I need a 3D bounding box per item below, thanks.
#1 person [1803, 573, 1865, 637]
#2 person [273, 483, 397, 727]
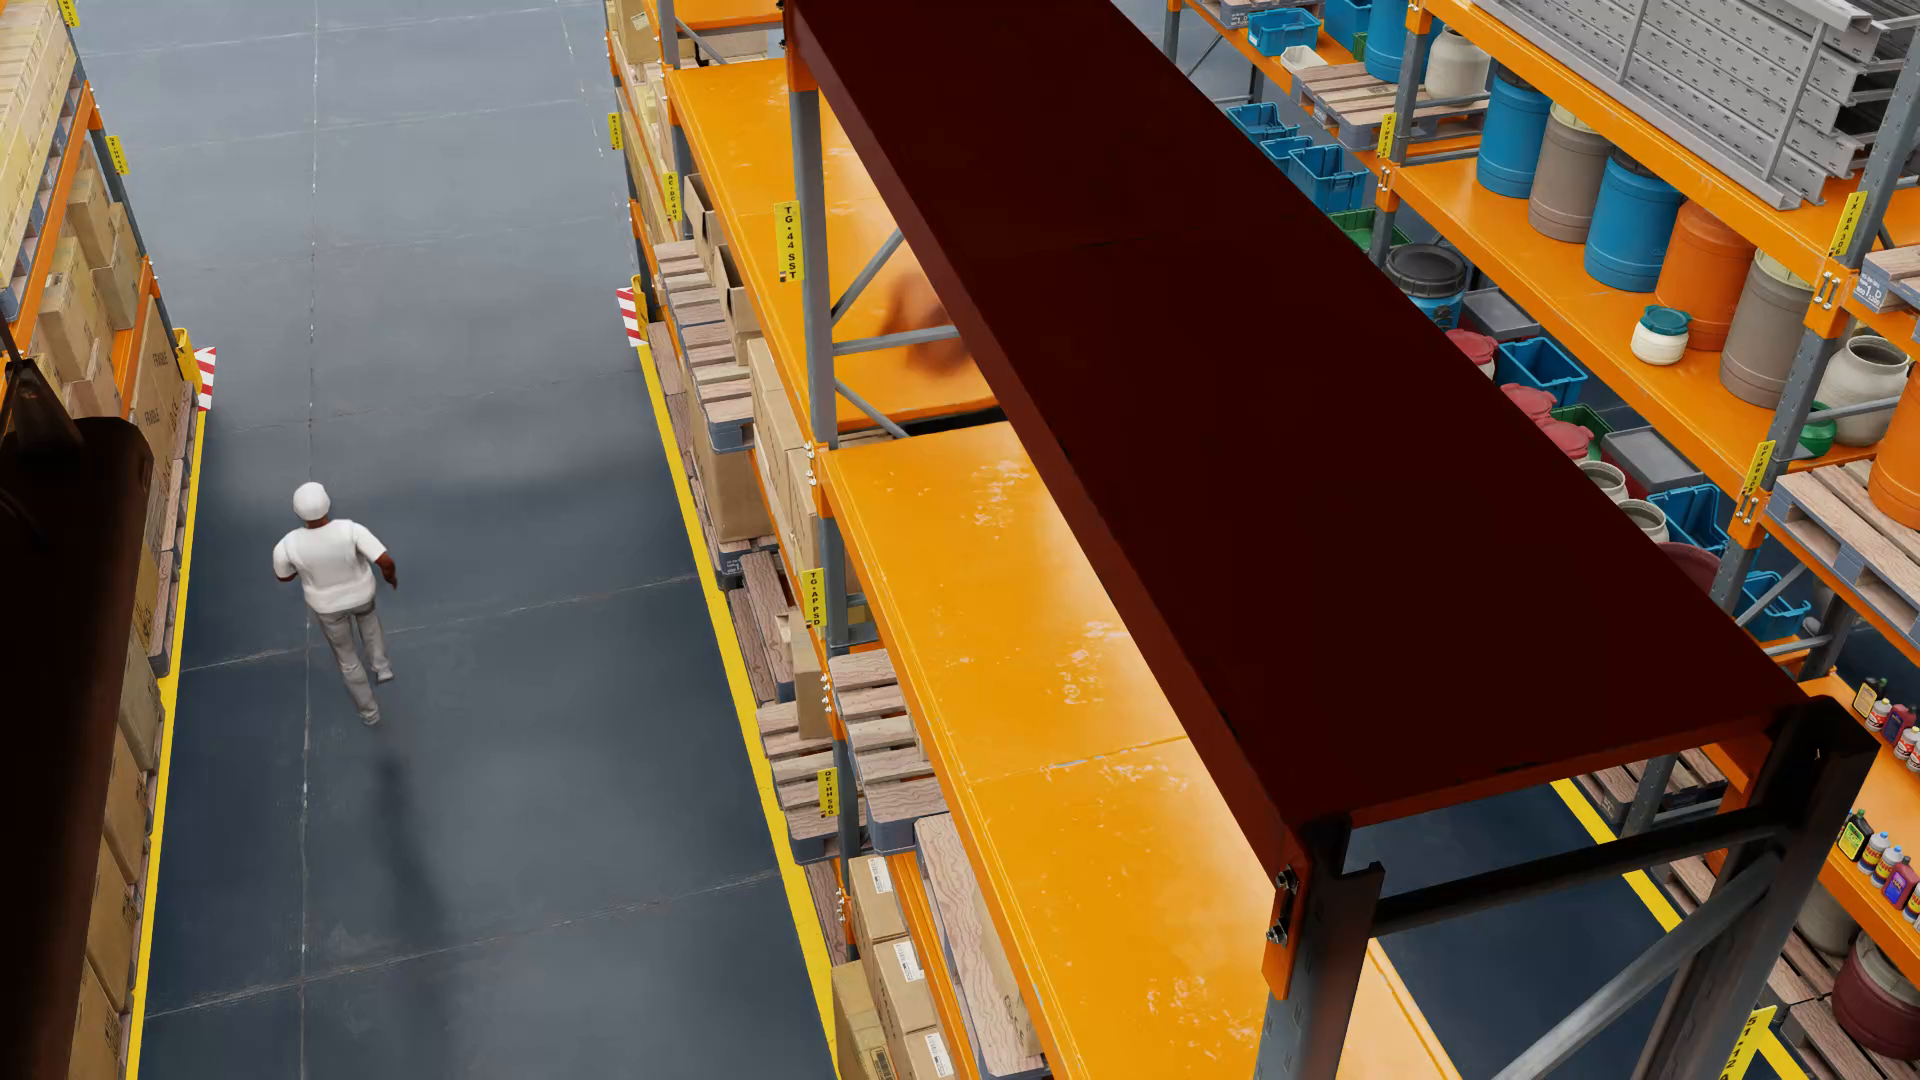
[{"bbox_3d":[6.177,-0.049,11.483,0.664,1.734,0.590,-15,41,-18],"label":"person"},{"bbox_3d":[-3.901,0.354,10.515,0.671,1.800,0.716,-18,42,-22],"label":"person"}]
